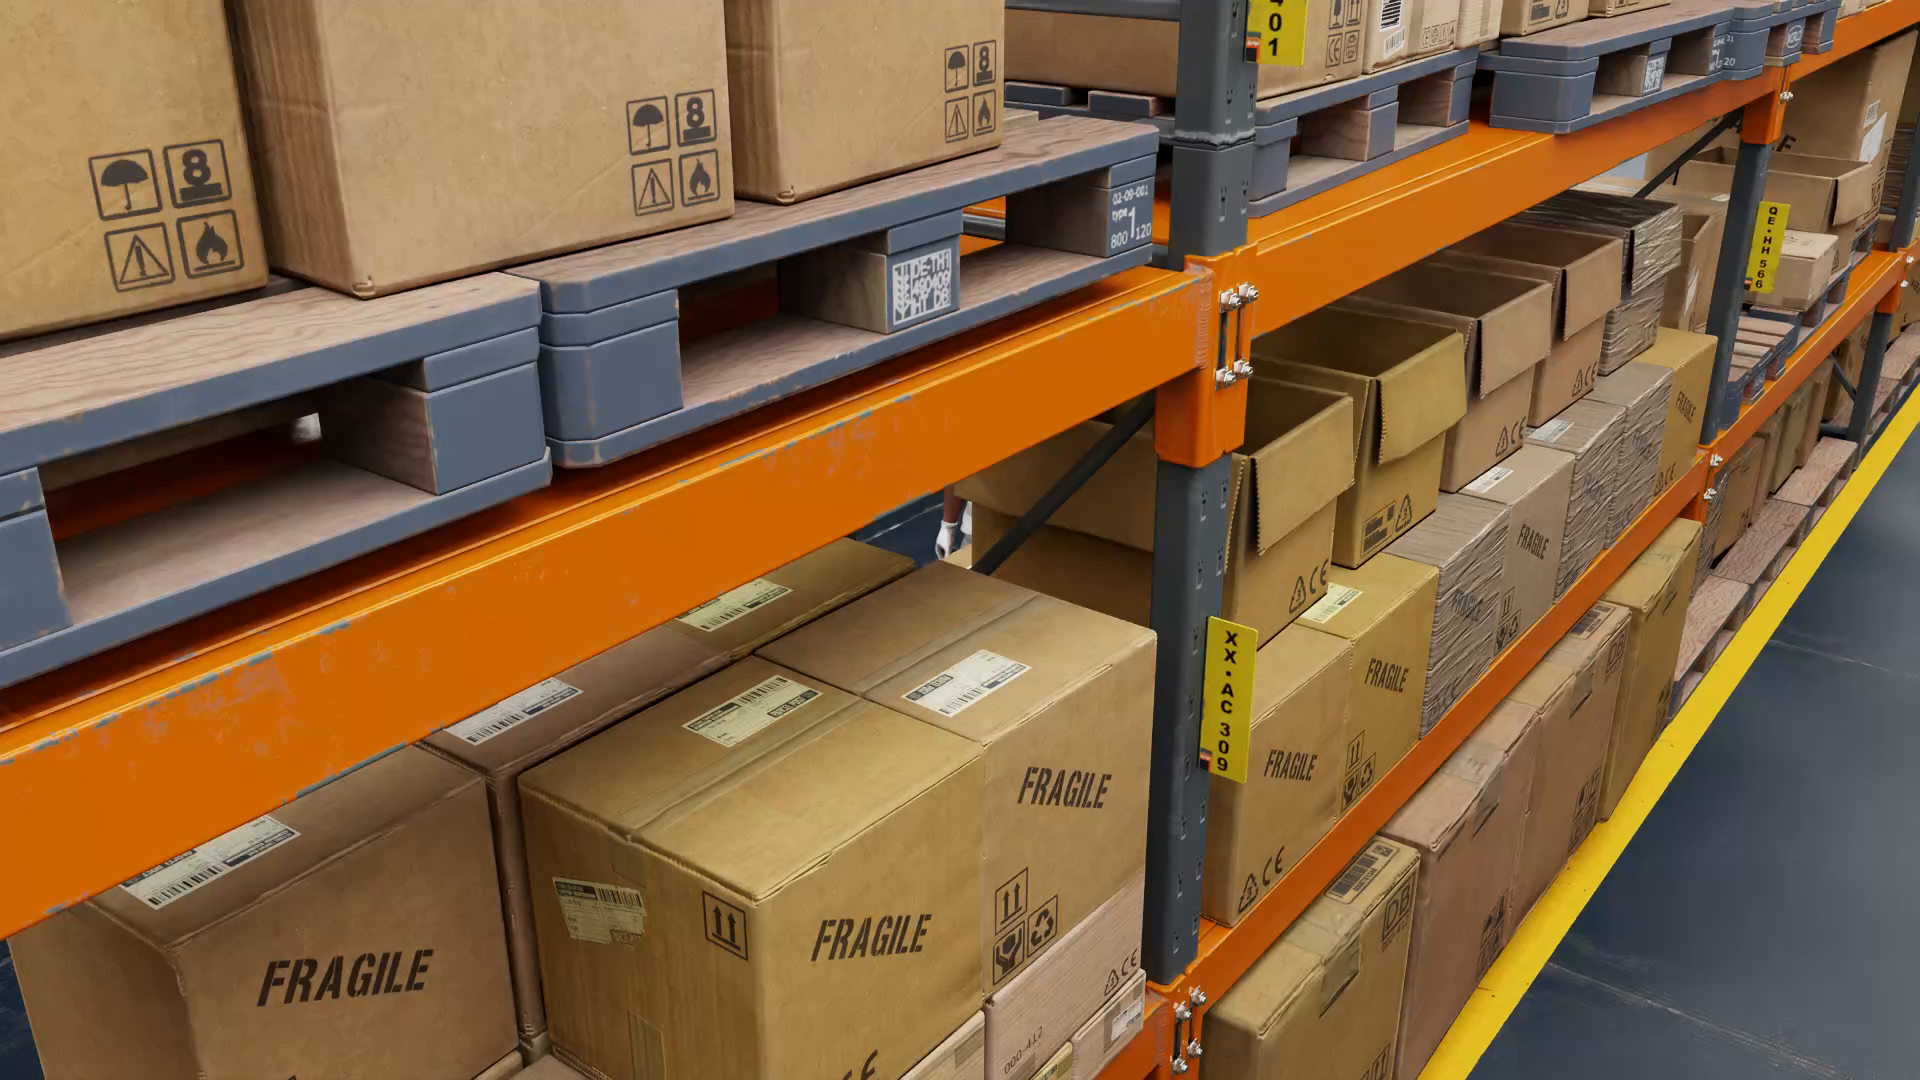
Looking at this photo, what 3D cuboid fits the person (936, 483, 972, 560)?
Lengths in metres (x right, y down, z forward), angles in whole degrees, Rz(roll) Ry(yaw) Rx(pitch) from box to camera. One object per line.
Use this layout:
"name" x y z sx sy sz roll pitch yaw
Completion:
"person" 0.177 0.035 6.506 0.616 1.772 0.452 15 28 31
